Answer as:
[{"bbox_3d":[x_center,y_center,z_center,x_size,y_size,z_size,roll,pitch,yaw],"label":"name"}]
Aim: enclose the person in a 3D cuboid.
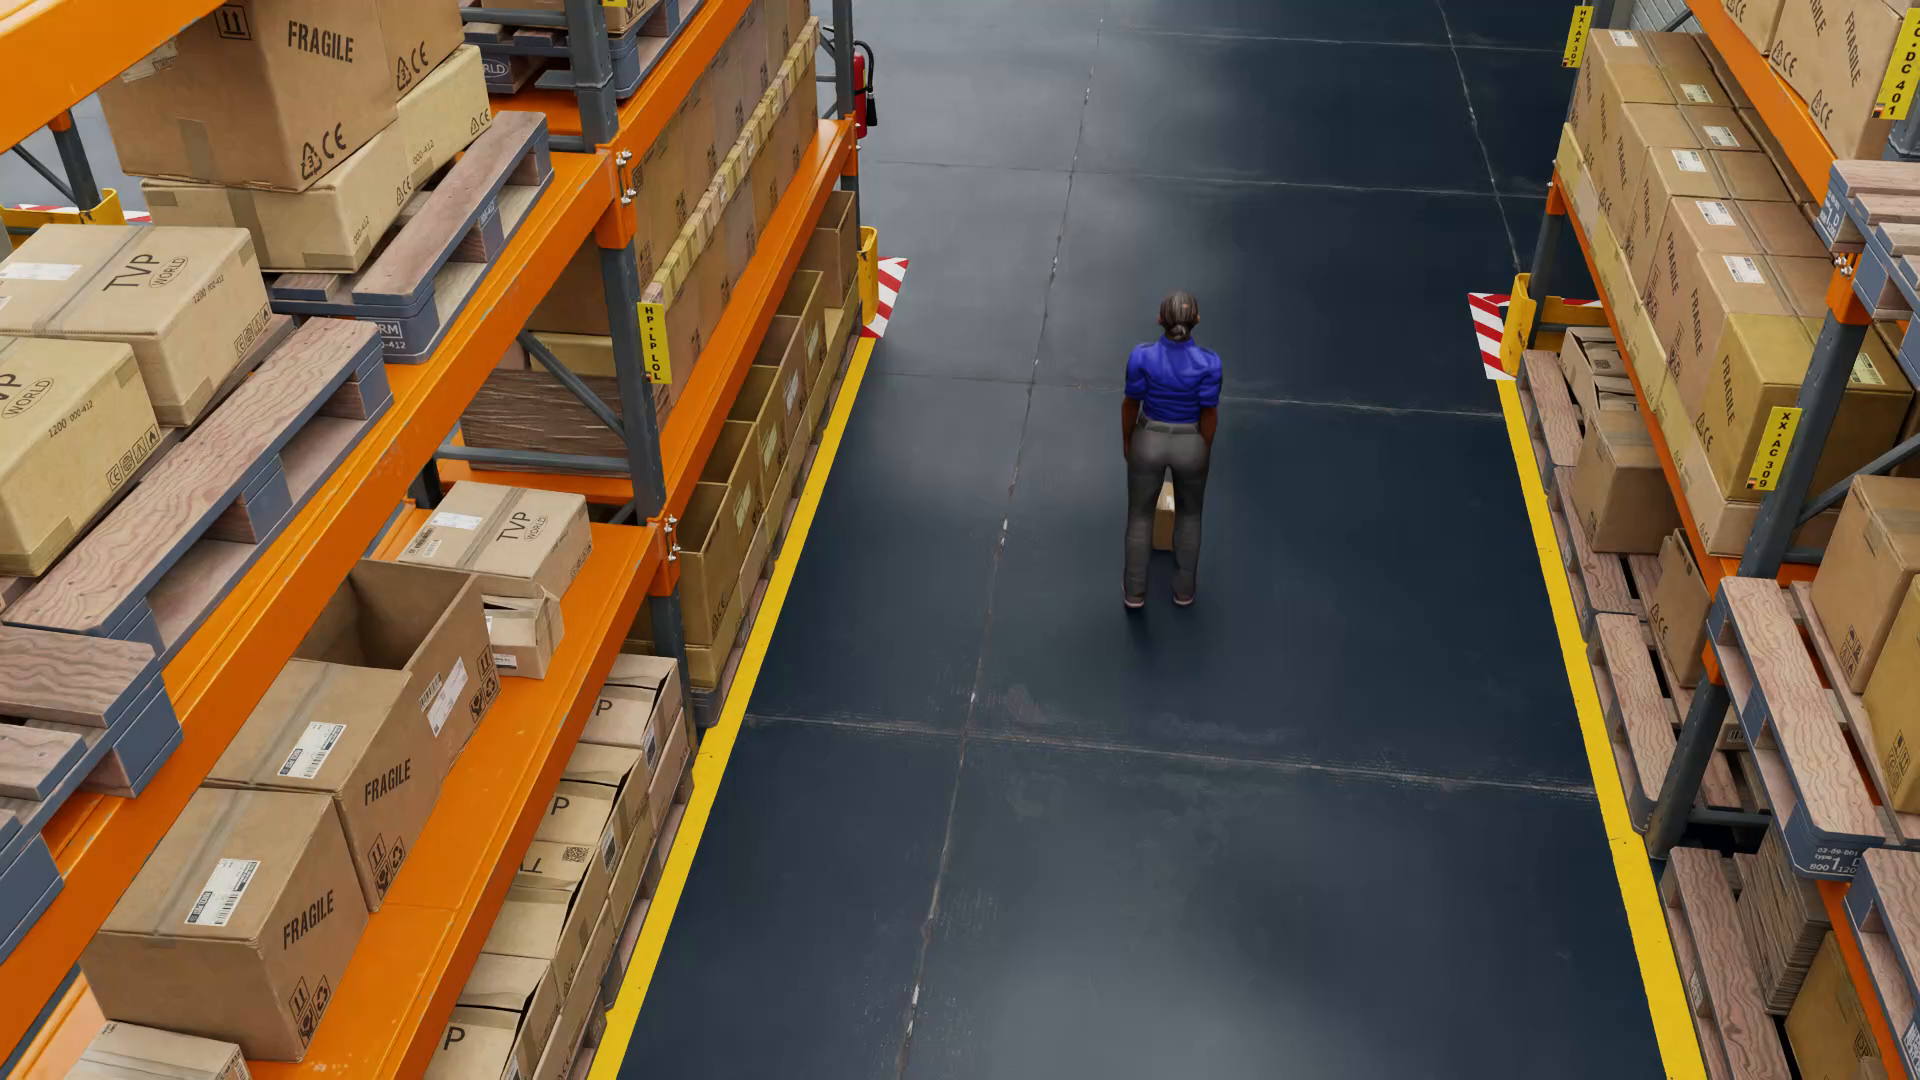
[{"bbox_3d":[0.946,-0.415,7.618,0.437,1.660,0.347,5,37,7],"label":"person"}]
